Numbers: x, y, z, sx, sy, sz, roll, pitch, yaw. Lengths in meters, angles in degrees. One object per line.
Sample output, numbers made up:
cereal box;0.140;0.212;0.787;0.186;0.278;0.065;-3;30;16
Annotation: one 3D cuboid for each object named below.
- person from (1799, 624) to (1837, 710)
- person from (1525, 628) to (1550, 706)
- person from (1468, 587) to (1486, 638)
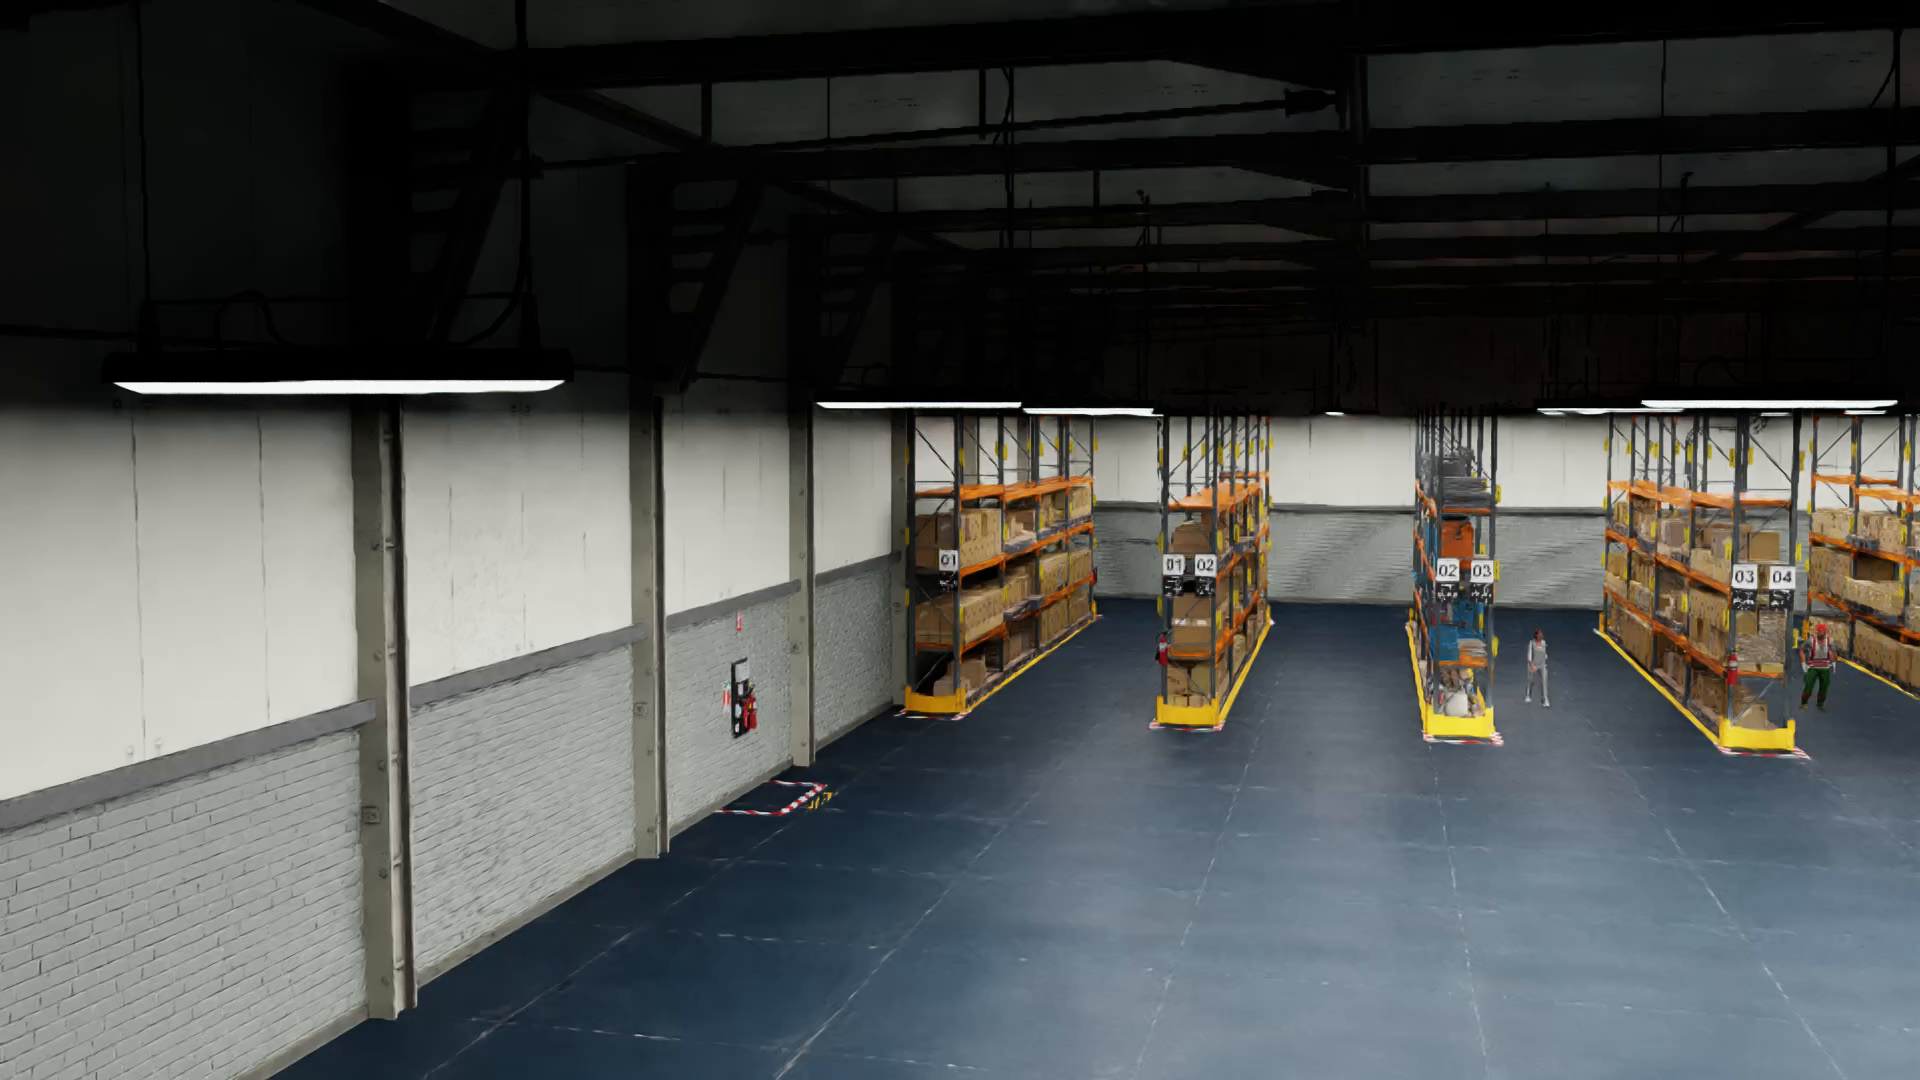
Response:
person;16.819;2.461;32.589;0.677;1.684;0.550;1;4;13
person;11.533;2.522;33.254;0.411;1.533;0.946;0;4;5
person;13.486;1.710;43.597;0.538;1.664;1.029;0;4;5
